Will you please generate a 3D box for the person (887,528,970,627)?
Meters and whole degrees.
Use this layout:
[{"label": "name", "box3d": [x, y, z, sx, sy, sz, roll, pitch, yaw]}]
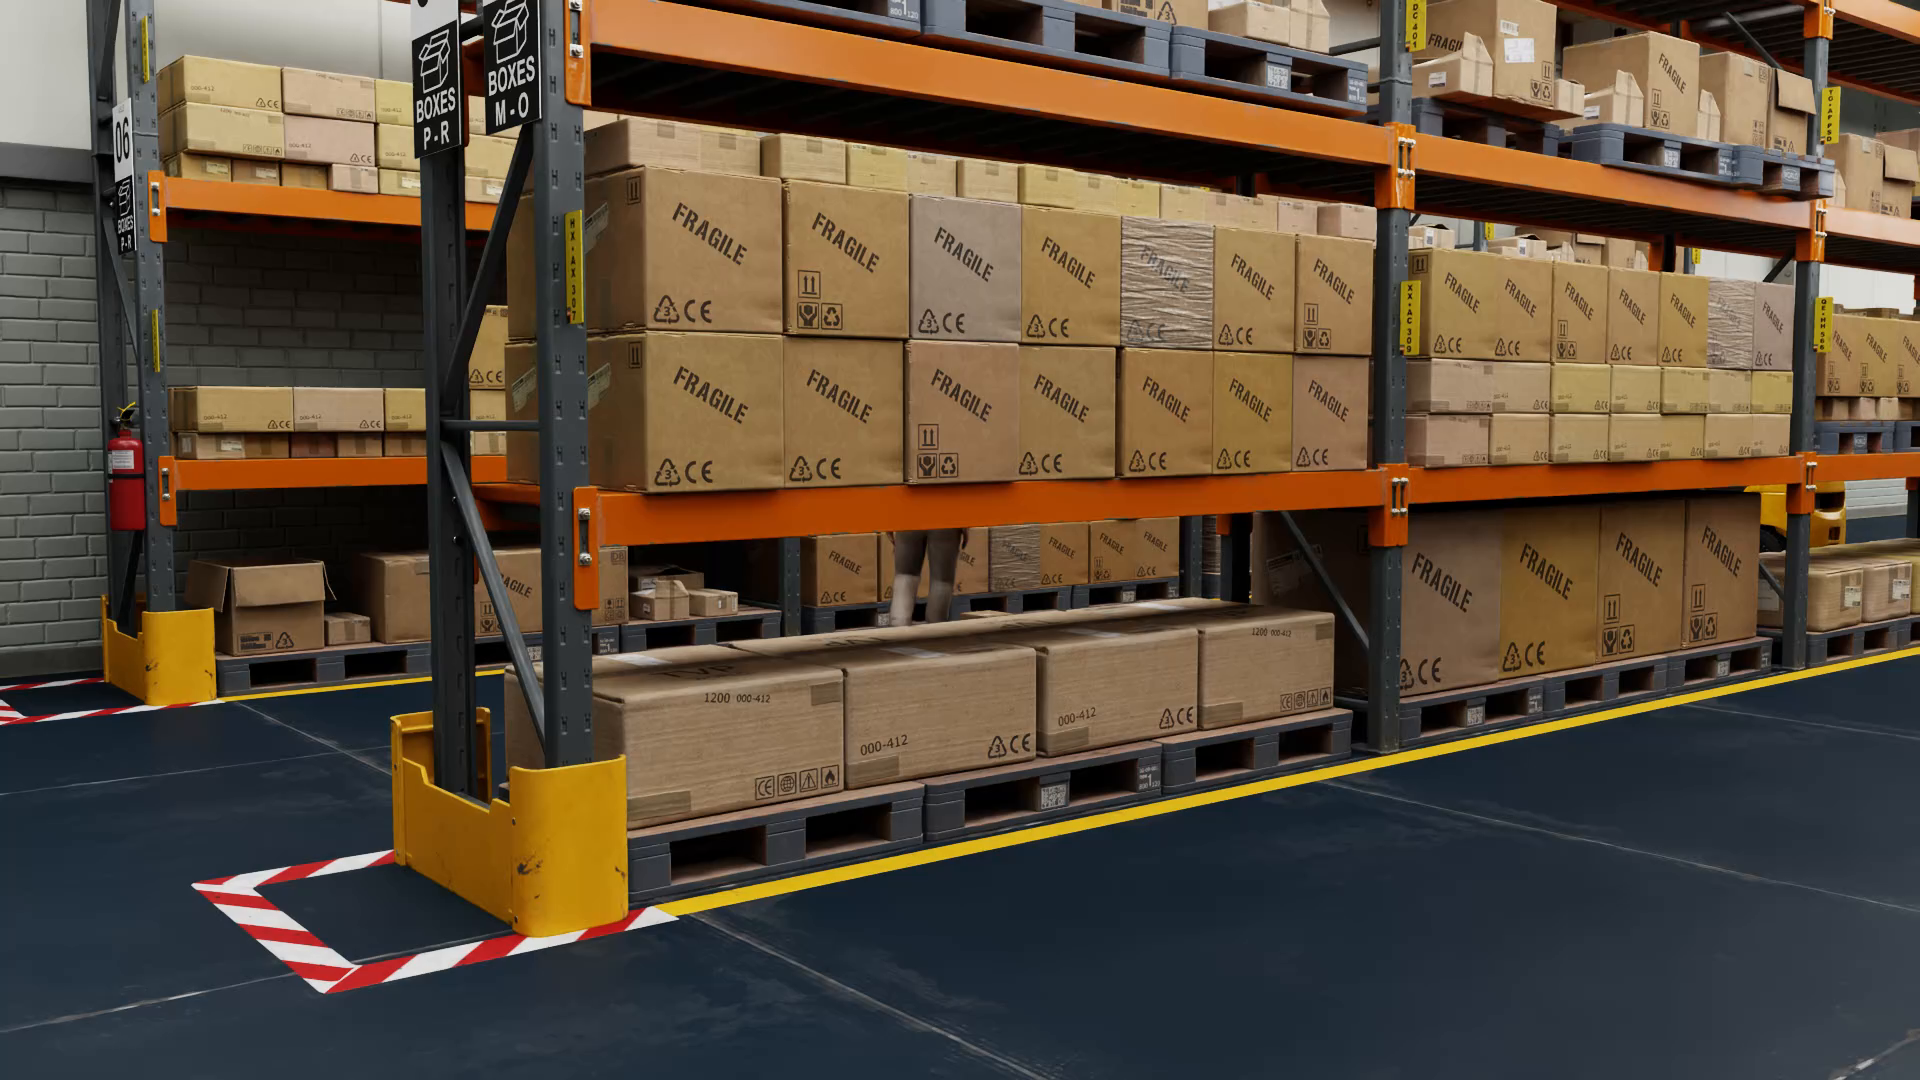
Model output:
[{"label": "person", "box3d": [-0.197, -0.099, 10.433, 0.560, 1.743, 0.530, 1, 4, 11]}]
